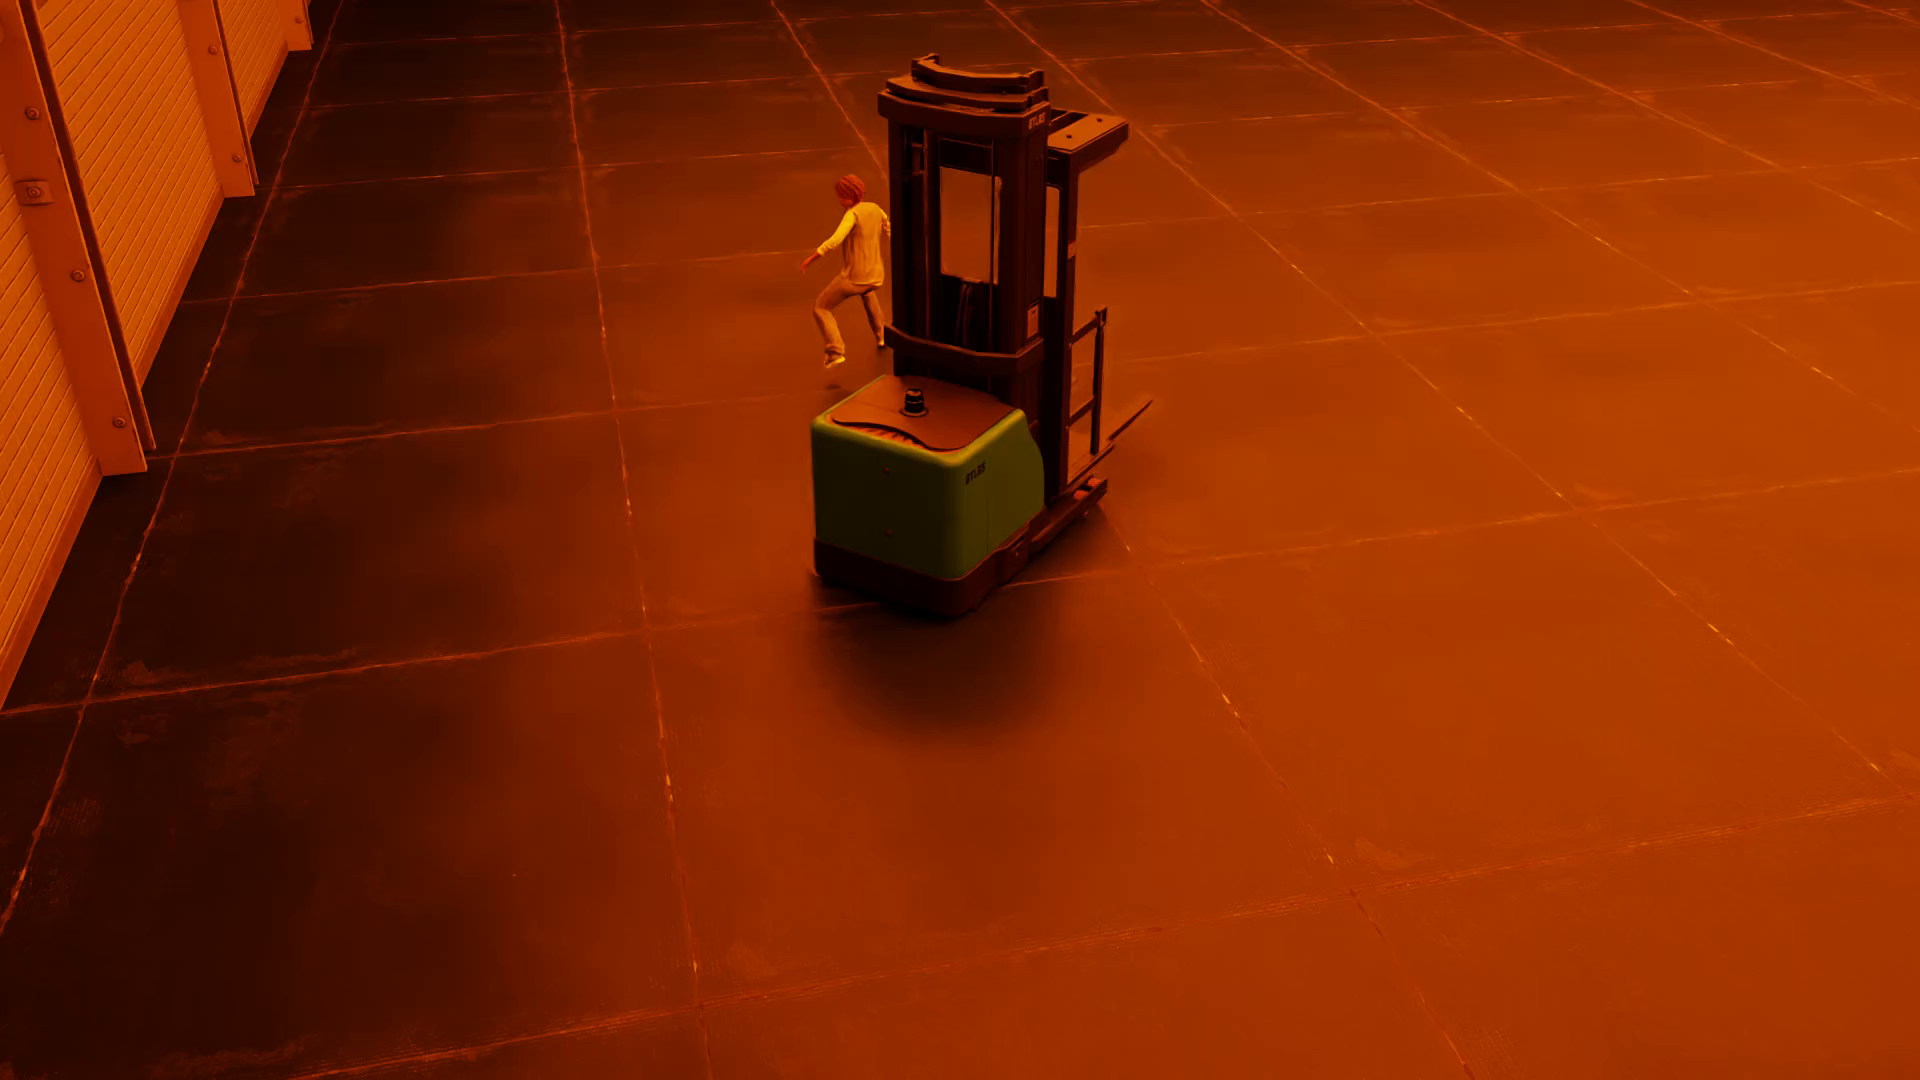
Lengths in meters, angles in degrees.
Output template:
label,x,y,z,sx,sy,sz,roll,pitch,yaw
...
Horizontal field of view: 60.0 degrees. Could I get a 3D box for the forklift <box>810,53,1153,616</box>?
label,x,y,z,sx,sy,sz,roll,pitch,yaw
forklift,0.310,-1.533,10.222,1.130,2.935,3.031,17,34,26

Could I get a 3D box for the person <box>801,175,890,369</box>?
label,x,y,z,sx,sy,sz,roll,pitch,yaw
person,-0.739,-2.027,12.622,0.488,1.496,1.030,24,38,35
